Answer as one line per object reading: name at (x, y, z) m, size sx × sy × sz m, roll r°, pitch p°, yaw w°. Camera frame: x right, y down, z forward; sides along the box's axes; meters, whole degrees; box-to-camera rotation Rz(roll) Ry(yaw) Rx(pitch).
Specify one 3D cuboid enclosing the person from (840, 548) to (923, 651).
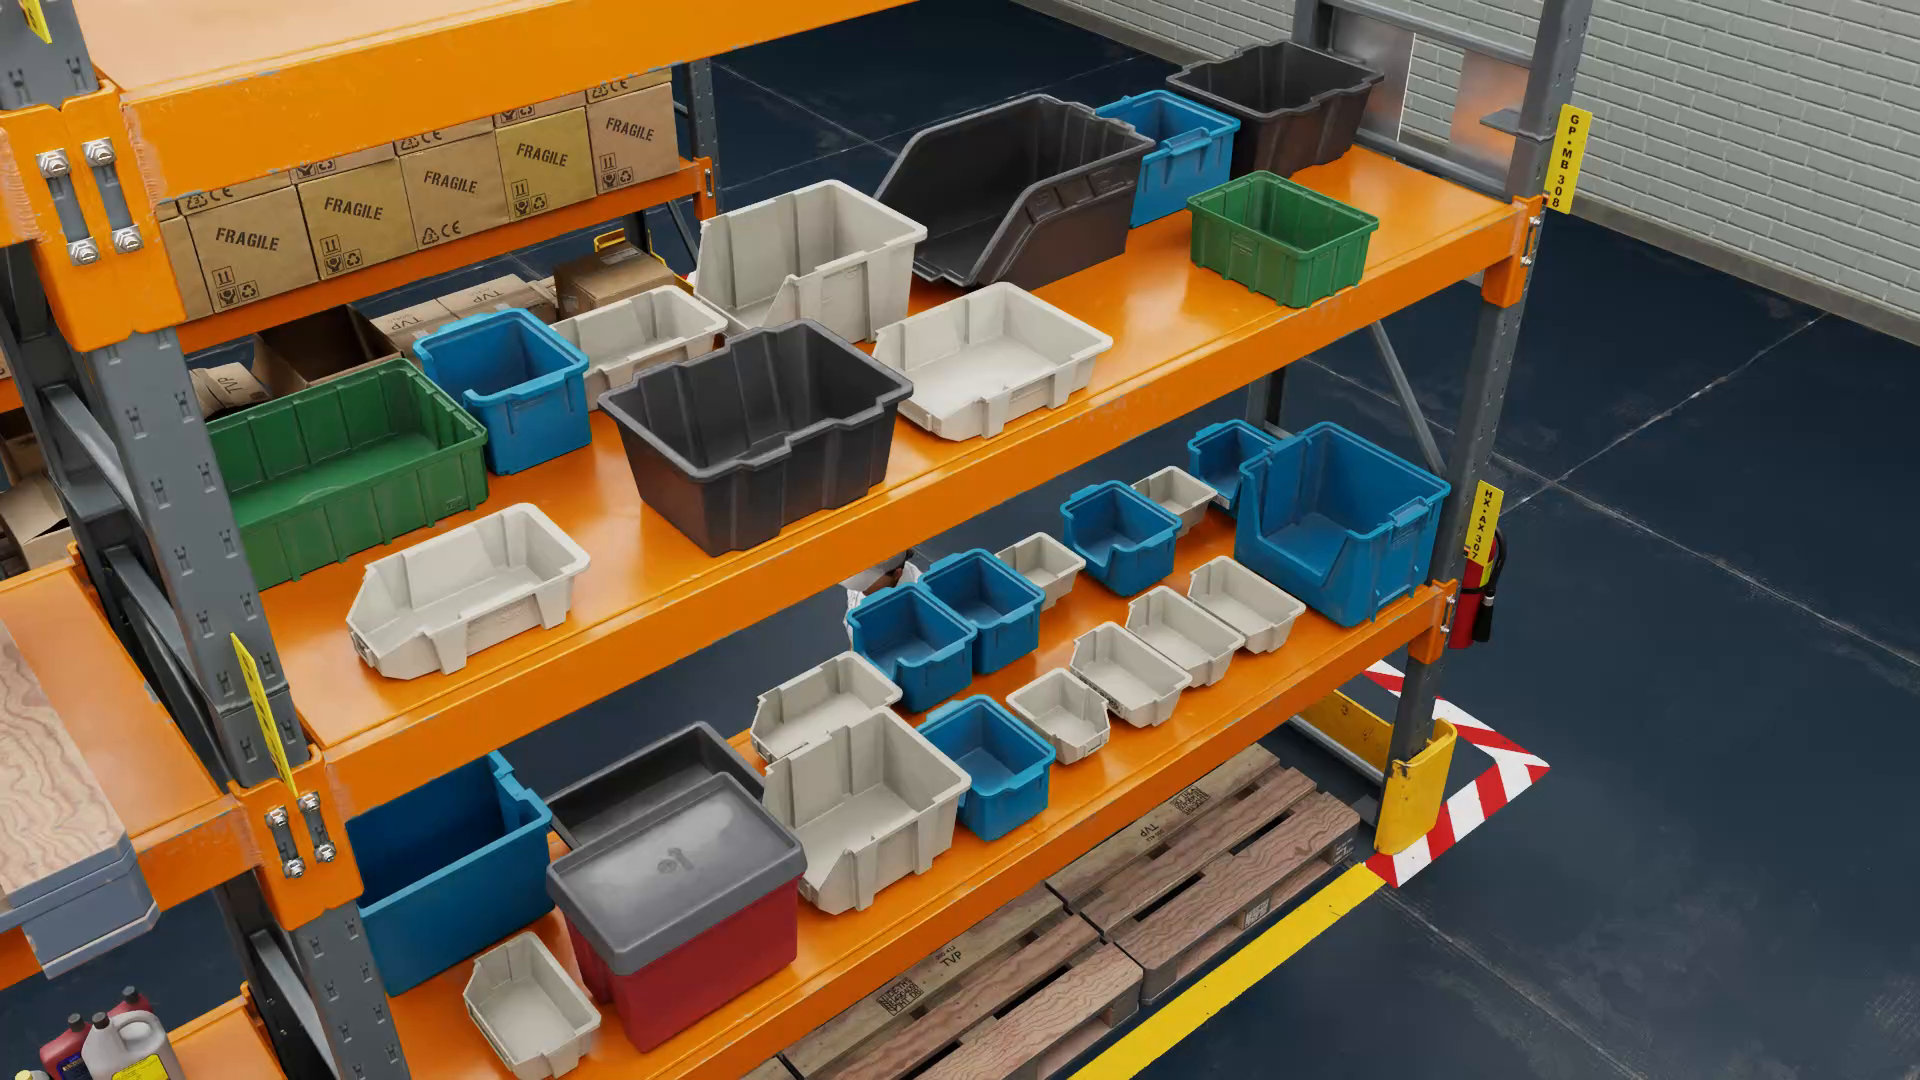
person at (-0.255, 0.608, 6.237) m, size 0.467 × 1.666 × 0.537 m, roll -27°, pitch 44°, yaw -32°
